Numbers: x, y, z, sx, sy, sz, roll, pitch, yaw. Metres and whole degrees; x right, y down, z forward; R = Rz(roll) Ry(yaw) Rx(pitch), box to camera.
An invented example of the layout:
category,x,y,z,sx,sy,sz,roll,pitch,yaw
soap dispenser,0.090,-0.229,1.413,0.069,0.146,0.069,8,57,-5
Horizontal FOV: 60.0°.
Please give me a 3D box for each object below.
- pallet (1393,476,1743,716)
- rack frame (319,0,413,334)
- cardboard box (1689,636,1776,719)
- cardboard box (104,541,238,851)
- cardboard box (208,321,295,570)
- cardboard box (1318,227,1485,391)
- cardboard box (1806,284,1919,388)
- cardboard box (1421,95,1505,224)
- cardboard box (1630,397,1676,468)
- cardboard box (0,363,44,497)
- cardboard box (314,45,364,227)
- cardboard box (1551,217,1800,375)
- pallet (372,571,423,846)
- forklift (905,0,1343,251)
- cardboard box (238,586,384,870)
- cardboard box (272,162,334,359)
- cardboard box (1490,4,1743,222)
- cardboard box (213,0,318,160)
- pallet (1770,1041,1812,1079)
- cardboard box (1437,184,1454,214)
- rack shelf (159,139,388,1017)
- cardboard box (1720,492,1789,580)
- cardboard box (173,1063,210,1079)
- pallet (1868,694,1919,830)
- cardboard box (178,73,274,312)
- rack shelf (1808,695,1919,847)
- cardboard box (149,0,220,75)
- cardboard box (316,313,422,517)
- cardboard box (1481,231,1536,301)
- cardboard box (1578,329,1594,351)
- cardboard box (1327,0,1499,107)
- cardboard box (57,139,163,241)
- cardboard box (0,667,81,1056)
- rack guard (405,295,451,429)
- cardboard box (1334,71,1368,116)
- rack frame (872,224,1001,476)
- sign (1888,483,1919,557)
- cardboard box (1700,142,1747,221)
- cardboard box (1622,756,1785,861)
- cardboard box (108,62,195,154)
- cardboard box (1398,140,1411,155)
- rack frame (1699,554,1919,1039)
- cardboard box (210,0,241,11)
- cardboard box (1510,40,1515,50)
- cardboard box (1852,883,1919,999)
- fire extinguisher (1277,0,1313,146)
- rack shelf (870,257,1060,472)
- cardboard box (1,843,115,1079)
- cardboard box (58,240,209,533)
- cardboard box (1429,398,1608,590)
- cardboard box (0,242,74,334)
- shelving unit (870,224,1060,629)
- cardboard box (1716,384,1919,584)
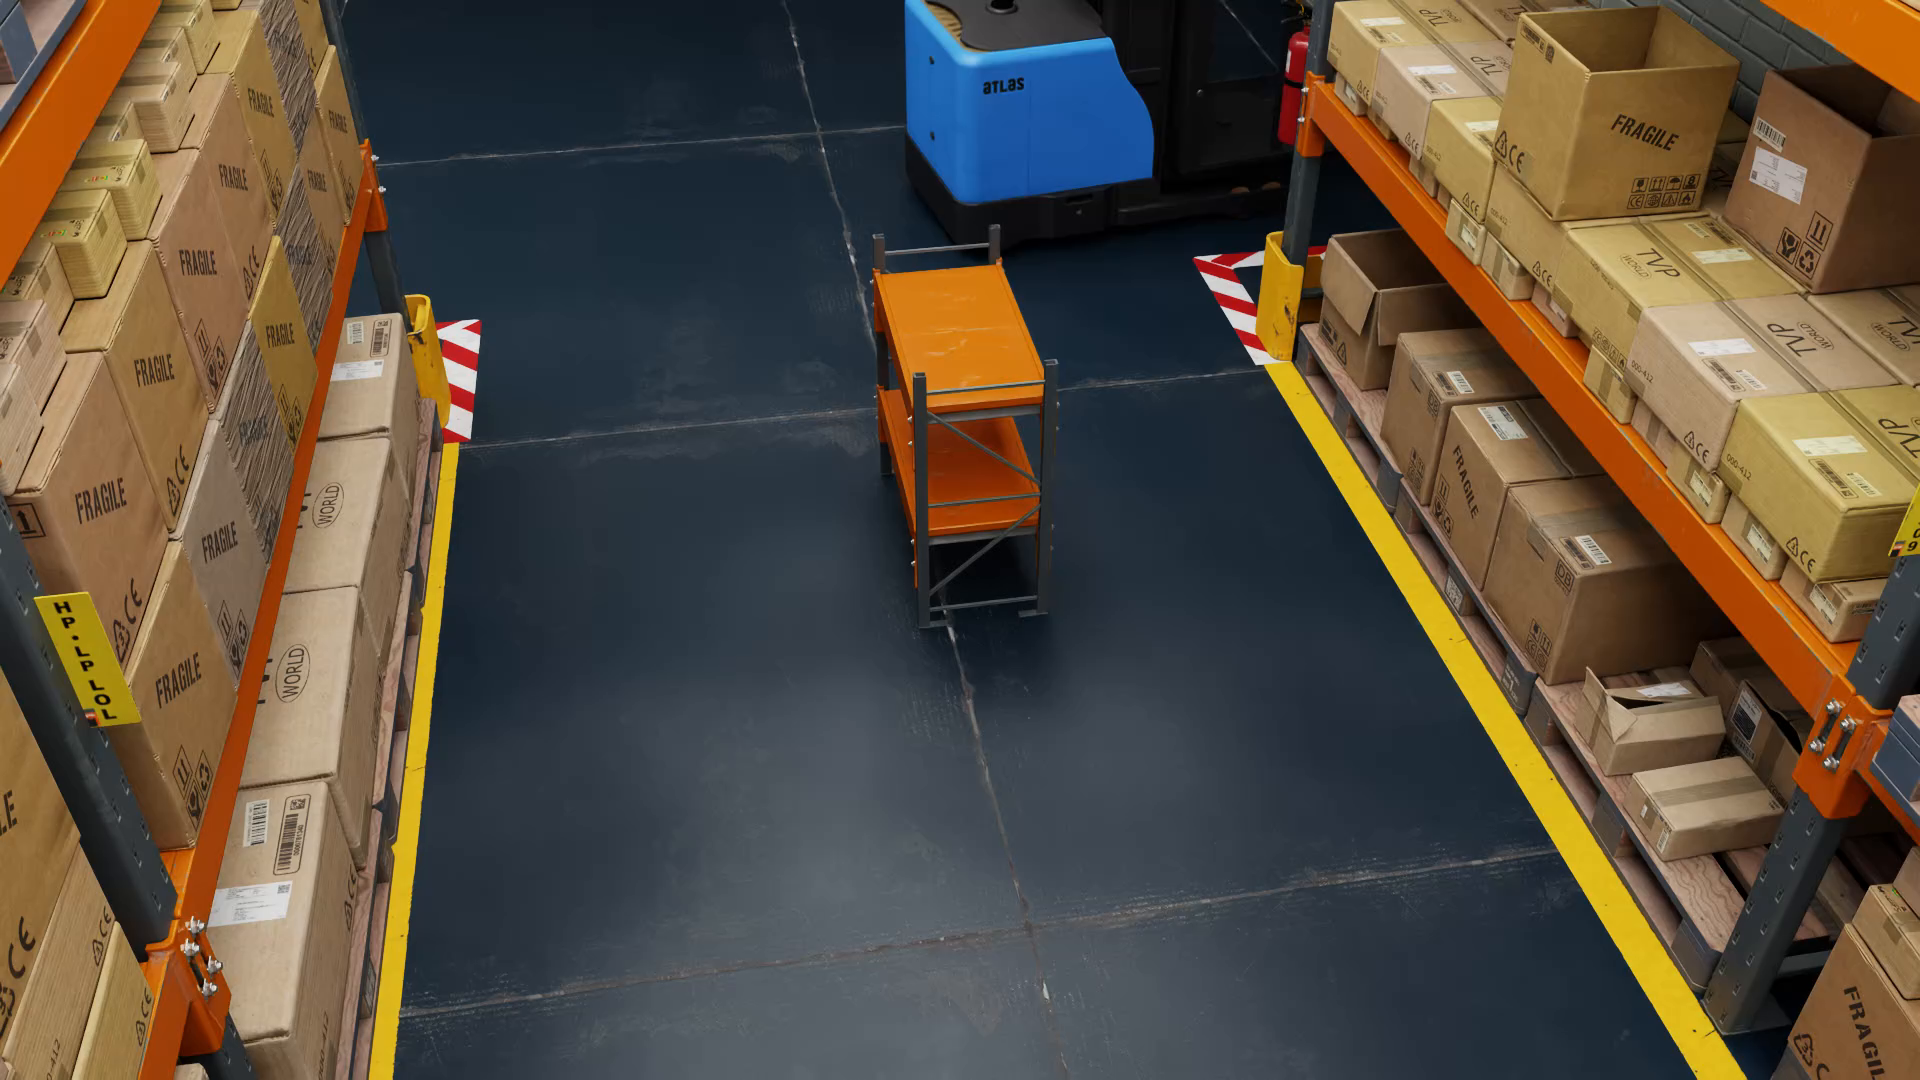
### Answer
category,x,y,z,sx,sy,sz,roll,pitch,yaw
pallet,2.375,0.131,6.409,1.003,0.211,1.213,-6,38,-8
rack frame,-2.876,-1.696,6.489,1.000,3.000,0.127,-6,38,-8
cardboard box,2.752,0.457,5.698,0.380,0.149,0.250,-7,38,-9
cardboard box,-1.999,0.369,3.749,0.500,0.500,0.500,-5,38,-6
cardboard box,-2.164,-0.237,4.528,0.500,0.500,0.500,-6,38,-8
cardboard box,2.024,-1.033,7.327,0.797,0.503,0.637,-8,38,-10
cardboard box,2.796,-0.505,4.835,0.500,0.250,0.500,-7,38,-8
cardboard box,2.005,-1.377,5.958,0.500,0.250,0.500,-7,38,-9
cardboard box,2.251,-0.353,4.965,0.380,0.149,0.250,-5,38,-7
cardboard box,-1.974,-0.189,3.124,0.380,0.149,0.250,-7,38,-9
cardboard box,-2.531,-1.473,6.119,0.500,0.500,0.500,-6,38,-8
cardboard box,2.205,-0.760,5.163,0.500,0.250,0.500,-6,38,-8
pallet,-2.448,0.615,5.787,1.003,0.211,1.213,-6,38,-8
forklift,1.273,-3.189,8.465,3.031,2.935,1.130,-11,39,-14
cardboard box,-2.337,0.634,5.235,0.875,0.438,0.875,-7,38,-9
cardboard box,-2.358,-0.859,5.329,0.500,0.500,0.500,-5,38,-7
cardboard box,2.088,-1.378,5.347,0.500,0.500,0.500,-5,38,-7
cardboard box,-2.436,-1.553,5.407,0.500,0.500,0.500,-6,38,-8
pallet,2.891,1.772,4.297,1.003,0.211,1.213,-6,38,-8
cardboard box,2.004,-1.282,6.161,0.380,0.149,0.250,-6,38,-7
rack shelf,-2.525,-0.204,5.154,1.077,0.370,4.000,-6,38,-8
cardboard box,2.340,-0.038,4.558,0.380,0.149,0.250,-5,38,-7
cardboard box,-1.987,1.759,3.431,0.875,0.875,0.875,-5,38,-7
pallet,2.744,0.754,3.491,1.003,0.211,1.213,-6,38,-8
cardboard box,-2.267,-0.950,4.631,0.500,0.500,0.500,-6,38,-8
rack shelf,3.062,1.676,2.735,1.077,0.370,4.000,-6,38,-8
cardboard box,-2.338,-1.427,4.716,0.380,0.149,0.250,-5,38,-7
cardboard box,-2.662,-0.462,6.646,0.875,0.438,0.875,-7,38,-9
cardboard box,2.041,-0.965,5.752,0.380,0.149,0.250,-5,38,-7
cardboard box,2.244,-0.673,5.375,0.380,0.149,0.250,-6,38,-7
cardboard box,1.825,-1.988,6.743,0.500,0.250,0.500,-6,38,-8
cardboard box,-2.123,-0.813,3.926,0.380,0.149,0.250,-7,38,-9
cardboard box,-1.849,0.528,2.729,0.500,0.500,0.500,-5,38,-6
rack guard,-2.880,-0.724,7.274,1.175,0.500,0.348,-6,38,-8
cardboard box,1.798,-1.905,6.962,0.380,0.149,0.250,-7,38,-8
rack frame,-0.090,-0.755,6.805,0.500,1.125,0.032,-6,38,-8
sign,2.179,-0.095,3.722,0.100,0.325,0.005,-6,38,-8
cardboard box,2.615,-1.114,5.619,0.500,0.250,0.500,-6,38,-8
cardboard box,2.325,0.839,5.207,0.380,0.149,0.250,-7,38,-9
cardboard box,-2.223,-1.111,4.310,0.380,0.149,0.250,-6,38,-8
cardboard box,1.968,-1.602,6.571,0.380,0.149,0.250,-7,38,-9
rack frame,2.712,0.184,4.069,1.000,3.000,0.127,-6,38,-8
cardboard box,-2.416,-1.737,5.116,0.380,0.149,0.250,-5,38,-7
cardboard box,2.441,-1.730,6.411,0.500,0.250,0.500,-6,38,-8
cardboard box,2.513,0.994,4.192,0.380,0.149,0.250,-5,38,-6
fire extinguisher,1.529,-2.094,7.367,0.296,0.674,0.183,-6,38,-8
rack shelf,-0.001,-0.679,6.231,0.538,0.278,1.000,-6,38,-8
cardboard box,-1.858,0.822,2.962,0.500,0.250,0.500,-6,38,-8
cardboard box,-2.102,-0.334,3.838,0.500,0.500,0.500,-7,38,-9
cardboard box,2.130,-0.181,6.233,0.500,0.500,0.500,-6,38,-7
cardboard box,-2.122,-0.492,3.514,0.380,0.149,0.250,-7,38,-9
shelving unit,-0.001,-0.448,6.410,0.538,1.125,1.048,-6,38,-8
cardboard box,2.382,-0.156,4.386,0.500,0.250,0.500,-5,38,-7
